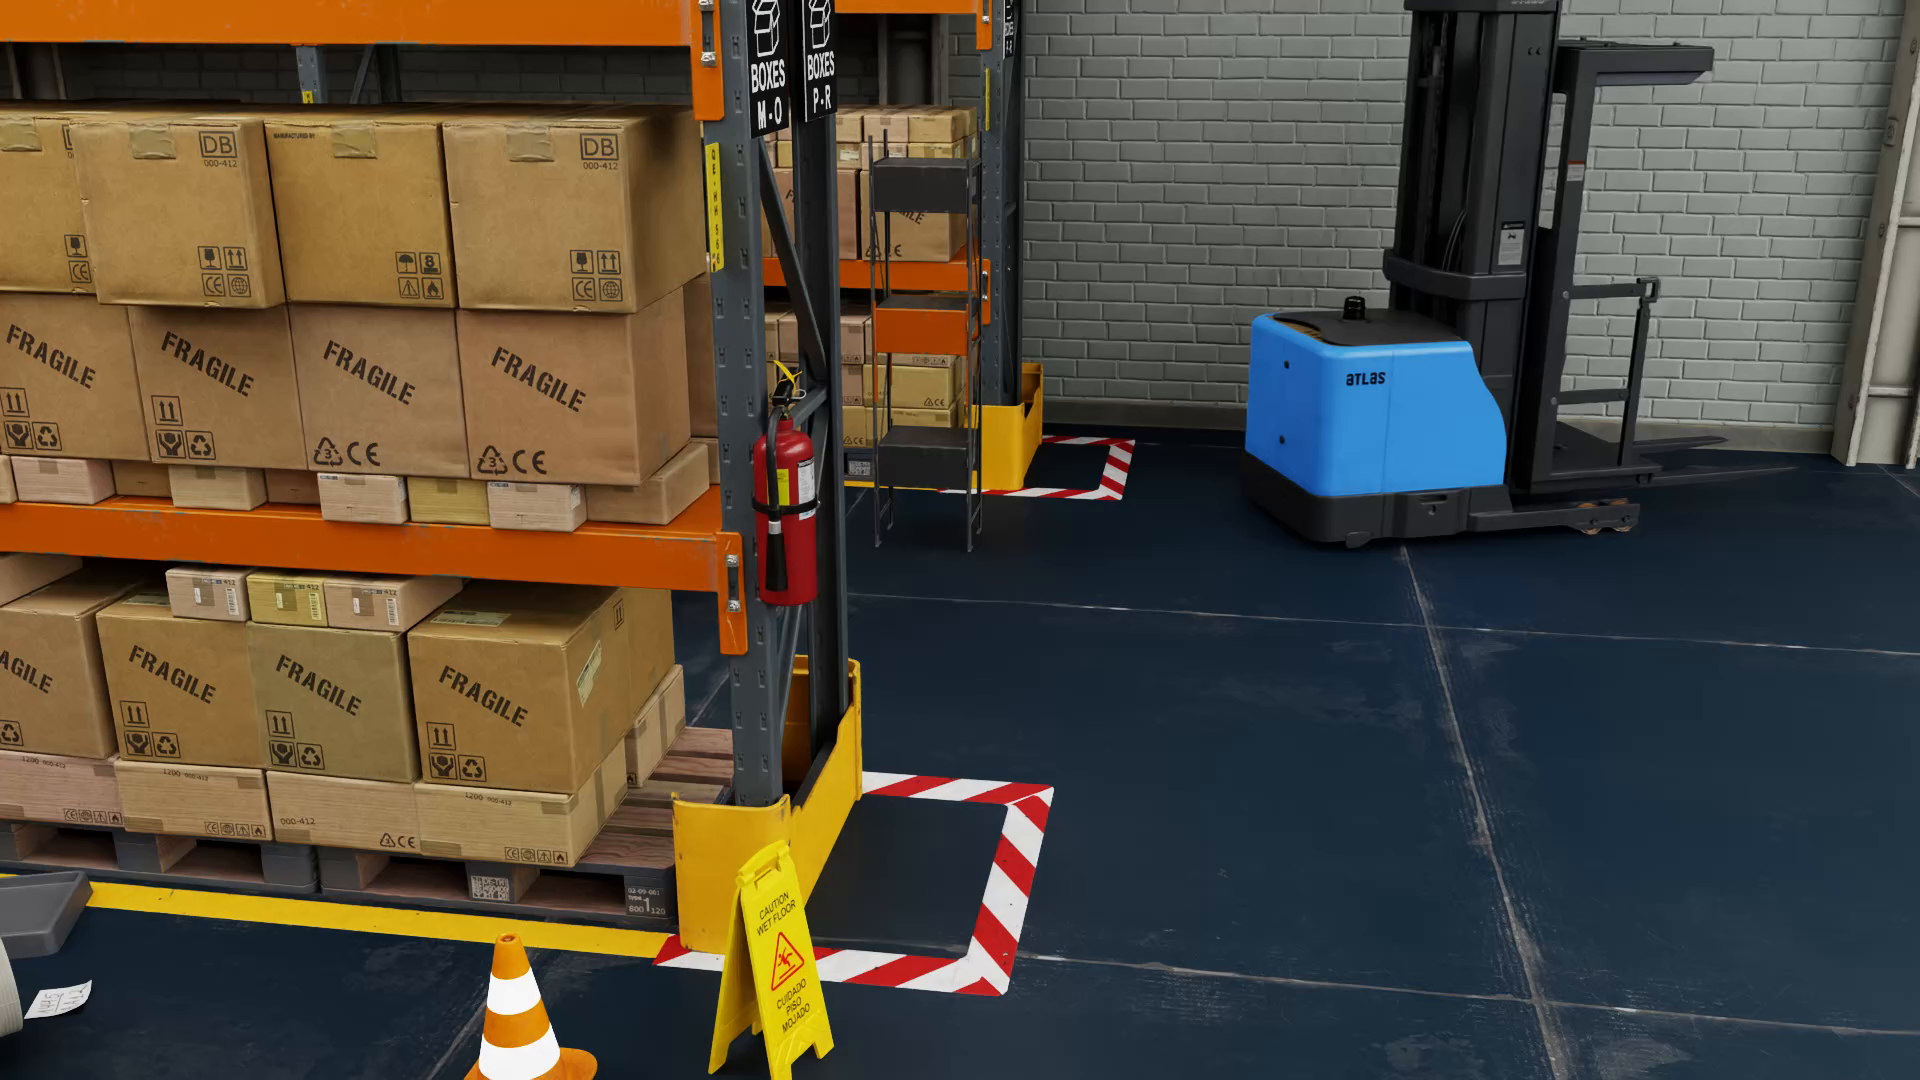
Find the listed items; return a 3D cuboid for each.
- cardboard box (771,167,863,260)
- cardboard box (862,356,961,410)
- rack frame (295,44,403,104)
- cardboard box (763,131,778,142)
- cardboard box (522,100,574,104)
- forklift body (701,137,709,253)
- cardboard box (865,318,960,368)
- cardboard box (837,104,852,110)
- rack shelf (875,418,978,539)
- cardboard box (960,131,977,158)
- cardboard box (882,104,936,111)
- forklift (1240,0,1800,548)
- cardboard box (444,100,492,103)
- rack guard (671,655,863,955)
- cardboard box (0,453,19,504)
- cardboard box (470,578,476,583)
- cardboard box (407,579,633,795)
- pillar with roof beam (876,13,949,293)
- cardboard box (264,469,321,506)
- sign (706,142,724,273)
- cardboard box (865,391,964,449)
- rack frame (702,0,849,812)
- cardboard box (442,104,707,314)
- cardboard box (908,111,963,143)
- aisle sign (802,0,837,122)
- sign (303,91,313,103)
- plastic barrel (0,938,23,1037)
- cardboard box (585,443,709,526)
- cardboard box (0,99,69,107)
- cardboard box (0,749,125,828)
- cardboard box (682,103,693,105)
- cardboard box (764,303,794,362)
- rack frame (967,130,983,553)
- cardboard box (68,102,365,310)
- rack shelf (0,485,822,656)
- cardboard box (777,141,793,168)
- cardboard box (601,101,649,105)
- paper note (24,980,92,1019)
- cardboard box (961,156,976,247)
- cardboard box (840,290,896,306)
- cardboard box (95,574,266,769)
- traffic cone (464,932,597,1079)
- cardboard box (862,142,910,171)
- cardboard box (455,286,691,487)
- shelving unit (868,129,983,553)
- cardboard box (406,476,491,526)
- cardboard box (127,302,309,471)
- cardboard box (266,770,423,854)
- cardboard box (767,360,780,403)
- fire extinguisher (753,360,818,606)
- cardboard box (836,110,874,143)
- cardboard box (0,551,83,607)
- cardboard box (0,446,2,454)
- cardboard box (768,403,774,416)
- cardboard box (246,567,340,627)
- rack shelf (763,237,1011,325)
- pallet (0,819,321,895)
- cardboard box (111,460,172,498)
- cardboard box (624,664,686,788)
[{"bbox_3d":[-0.788,-1.918,9.649,0.500,0.500,0.500,4,19,10],"label":"cardboard box"},{"bbox_3d":[-0.280,-0.958,9.821,0.500,0.250,0.500,3,19,8],"label":"cardboard box"},{"bbox_3d":[-3.699,-2.100,10.352,0.127,3.000,1.000,3,19,9],"label":"rack frame"},{"bbox_3d":[-1.156,-2.368,9.505,0.250,0.149,0.380,3,19,10],"label":"cardboard box"},{"bbox_3d":[-2.574,-2.647,10.338,0.250,0.149,0.380,3,19,8],"label":"cardboard box"},{"bbox_3d":[-1.911,-1.020,8.462,1.214,2.155,2.313,3,19,9],"label":"forklift body"},{"bbox_3d":[-0.254,-1.194,9.739,0.500,0.250,0.500,4,19,10],"label":"cardboard box"},{"bbox_3d":[-0.805,-2.528,9.984,0.250,0.149,0.380,3,19,9],"label":"cardboard box"},{"bbox_3d":[-0.163,-0.327,8.721,0.480,0.518,0.431,3,19,9],"label":"rack shelf"},{"bbox_3d":[-0.043,-2.352,9.925,0.250,0.149,0.380,2,19,7],"label":"cardboard box"},{"bbox_3d":[-0.300,-2.512,9.934,0.250,0.149,0.380,4,19,11],"label":"cardboard box"},{"bbox_3d":[3.160,-1.577,8.897,3.031,2.935,1.130,-4,19,-13],"label":"forklift"},{"bbox_3d":[-3.095,-2.649,10.344,0.250,0.149,0.380,2,19,7],"label":"cardboard box"},{"bbox_3d":[-0.608,0.838,5.510,0.348,0.500,1.175,3,19,9],"label":"rack guard"},{"bbox_3d":[-2.961,-0.242,5.195,0.250,0.149,0.380,3,19,9],"label":"cardboard box"},{"bbox_3d":[-1.826,0.253,5.811,0.500,0.500,0.500,2,19,7],"label":"cardboard box"},{"bbox_3d":[-1.366,0.447,5.229,0.500,0.500,0.500,3,19,9],"label":"cardboard box"},{"bbox_3d":[-0.977,-3.712,5.716,0.400,9.000,9.100,3,19,9],"label":"pillar with roof beam"},{"bbox_3d":[-1.943,-0.234,5.171,0.250,0.149,0.380,3,19,9],"label":"cardboard box"},{"bbox_3d":[-0.641,-0.870,4.352,0.005,0.325,0.100,3,19,9],"label":"sign"},{"bbox_3d":[-0.264,-0.719,9.895,0.500,0.250,0.500,3,19,9],"label":"cardboard box"},{"bbox_3d":[-0.533,-0.343,5.102,0.127,3.000,1.000,3,19,9],"label":"rack frame"},{"bbox_3d":[-1.072,-0.963,4.753,0.500,0.500,0.700,2,19,7],"label":"cardboard box"},{"bbox_3d":[-0.137,-2.347,9.441,0.250,0.149,0.380,3,19,9],"label":"cardboard box"},{"bbox_3d":[-0.423,-1.670,4.971,0.004,0.787,0.394,3,19,9],"label":"aisle sign"},{"bbox_3d":[-3.775,-2.441,9.671,0.005,0.325,0.100,3,19,9],"label":"sign"},{"bbox_3d":[-2.813,1.249,4.404,0.512,0.421,0.421,-15,24,-38],"label":"plastic barrel"},{"bbox_3d":[-0.936,-0.176,4.998,0.250,0.149,0.380,4,19,10],"label":"cardboard box"},{"bbox_3d":[-3.090,-1.051,5.015,0.500,0.500,0.700,3,19,7],"label":"cardboard box"},{"bbox_3d":[-2.890,0.724,5.585,0.500,0.250,0.500,3,19,8],"label":"cardboard box"},{"bbox_3d":[-1.570,-2.565,10.094,0.250,0.149,0.380,3,19,9],"label":"cardboard box"},{"bbox_3d":[-1.259,-1.240,9.876,0.500,0.250,0.500,3,19,9],"label":"cardboard box"},{"bbox_3d":[0.077,-0.992,8.458,0.015,2.100,0.400,3,19,9],"label":"rack frame"},{"bbox_3d":[-2.091,-0.985,4.816,0.500,0.500,0.700,3,19,8],"label":"cardboard box"},{"bbox_3d":[-2.508,-0.103,5.517,4.000,0.370,1.077,3,19,9],"label":"rack shelf"},{"bbox_3d":[-0.883,-2.235,9.576,0.250,0.149,0.380,3,19,8],"label":"cardboard box"},{"bbox_3d":[-2.076,-2.600,10.198,0.250,0.149,0.380,3,19,8],"label":"cardboard box"},{"bbox_3d":[-2.599,1.324,4.798,0.148,0.019,0.142,-3,19,-10],"label":"paper note"},{"bbox_3d":[-0.195,-2.058,10.069,0.500,0.500,0.500,4,19,10],"label":"cardboard box"},{"bbox_3d":[-0.688,-1.376,10.283,0.500,0.250,0.500,3,19,9],"label":"cardboard box"},{"bbox_3d":[-2.379,0.394,5.387,0.500,0.500,0.500,2,19,7],"label":"cardboard box"},{"bbox_3d":[-1.162,1.242,4.362,0.334,0.463,0.336,3,19,9],"label":"traffic cone"},{"bbox_3d":[-0.393,-2.187,9.432,0.250,0.149,0.380,3,19,10],"label":"cardboard box"},{"bbox_3d":[-1.113,-0.473,4.863,0.500,0.500,0.500,3,19,8],"label":"cardboard box"},{"bbox_3d":[-0.163,-1.004,8.495,0.503,2.100,0.431,3,19,9],"label":"shelving unit"},{"bbox_3d":[-1.454,-0.174,4.991,0.250,0.149,0.380,3,19,8],"label":"cardboard box"},{"bbox_3d":[-2.100,-0.526,5.021,0.500,0.500,0.500,3,19,8],"label":"cardboard box"},{"bbox_3d":[-1.884,0.776,5.427,0.500,0.250,0.500,3,19,9],"label":"cardboard box"},{"bbox_3d":[-1.286,-1.006,9.965,0.500,0.250,0.500,2,19,7],"label":"cardboard box"},{"bbox_3d":[-0.493,-0.157,4.666,0.183,0.674,0.296,3,19,9],"label":"fire extinguisher"},{"bbox_3d":[-0.648,-2.354,9.463,0.250,0.149,0.380,3,19,10],"label":"cardboard box"},{"bbox_3d":[-3.055,0.074,5.322,0.250,0.149,0.380,4,19,12],"label":"cardboard box"},{"bbox_3d":[-3.099,-0.576,5.172,0.500,0.500,0.500,3,19,8],"label":"cardboard box"},{"bbox_3d":[-1.246,-0.775,10.062,0.500,0.250,0.500,3,19,9],"label":"cardboard box"},{"bbox_3d":[-1.986,0.128,5.159,0.250,0.149,0.380,3,19,10],"label":"cardboard box"},{"bbox_3d":[-1.724,-1.658,10.165,4.000,0.370,1.077,3,19,9],"label":"rack shelf"},{"bbox_3d":[-2.606,0.861,5.897,1.213,0.211,1.003,3,19,9],"label":"pallet"},{"bbox_3d":[-2.442,-0.259,5.246,0.250,0.149,0.380,3,19,9],"label":"cardboard box"},{"bbox_3d":[-1.286,0.634,5.852,0.500,0.250,0.500,3,19,8],"label":"cardboard box"}]
